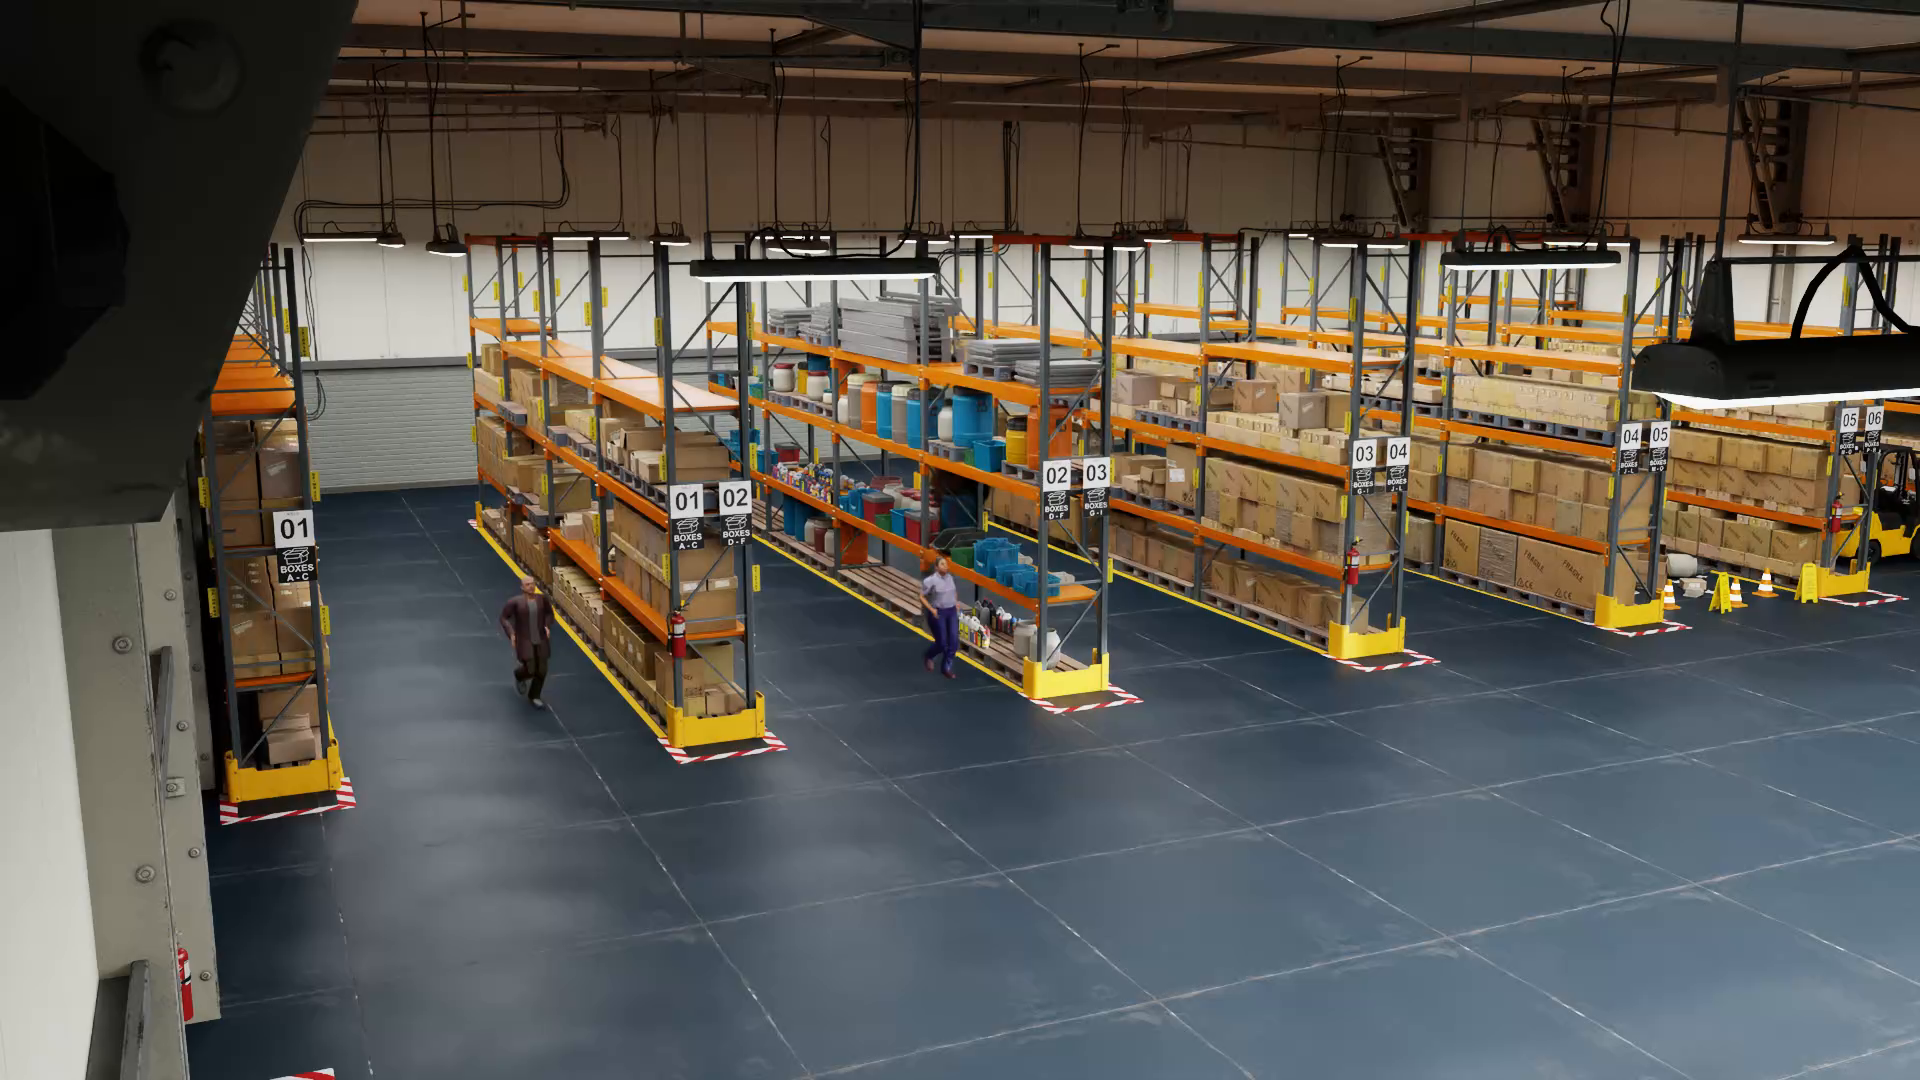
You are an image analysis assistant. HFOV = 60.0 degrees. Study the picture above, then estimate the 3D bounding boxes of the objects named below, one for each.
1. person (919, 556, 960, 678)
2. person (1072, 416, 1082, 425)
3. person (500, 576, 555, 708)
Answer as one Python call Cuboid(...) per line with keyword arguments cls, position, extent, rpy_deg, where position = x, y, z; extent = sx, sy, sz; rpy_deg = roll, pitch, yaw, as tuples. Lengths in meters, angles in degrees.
Cuboid(cls="person", position=(-0.227, 1.016, 22.185), extent=(0.600, 1.604, 0.553), rpy_deg=(-8, 14, -35))
Cuboid(cls="person", position=(2.627, -2.423, 41.200), extent=(0.833, 1.688, 0.860), rpy_deg=(-6, 12, -28))
Cuboid(cls="person", position=(-5.607, 1.326, 21.773), extent=(0.710, 1.733, 0.571), rpy_deg=(-7, 13, -33))
